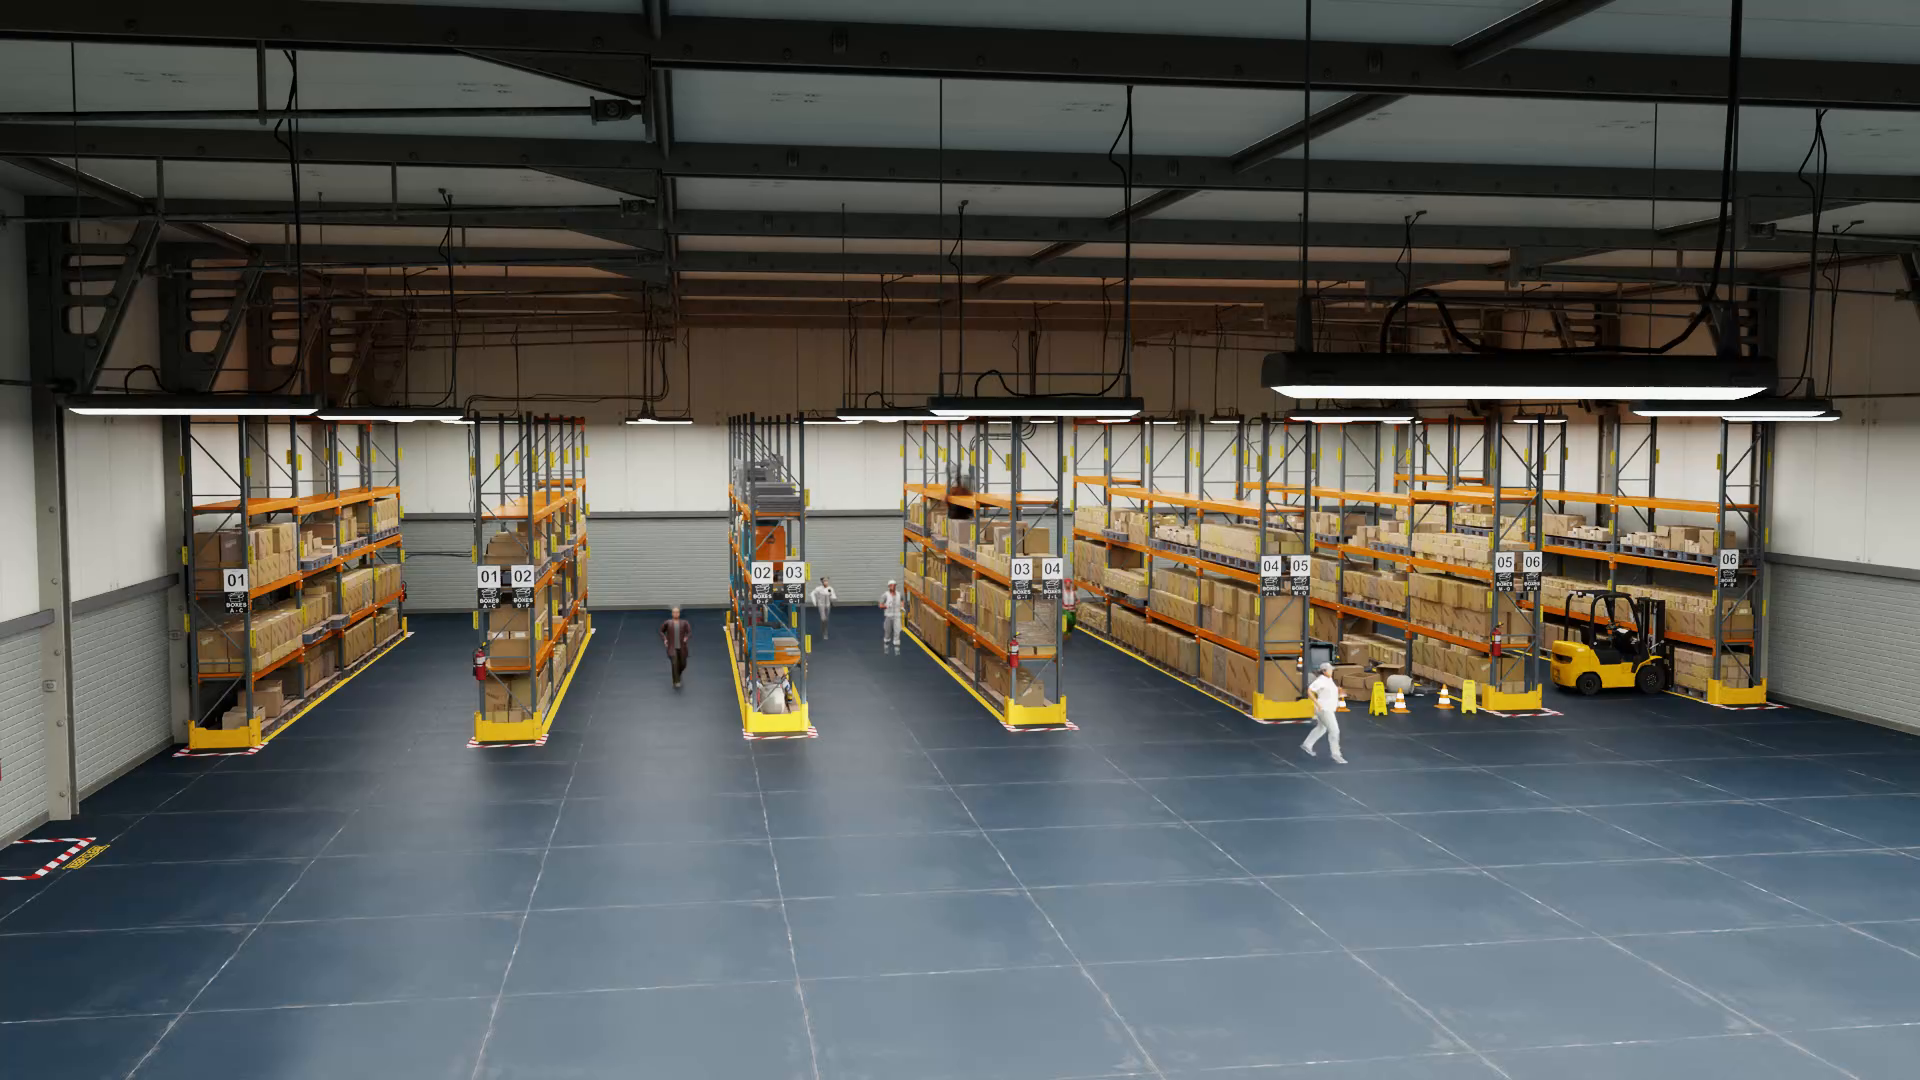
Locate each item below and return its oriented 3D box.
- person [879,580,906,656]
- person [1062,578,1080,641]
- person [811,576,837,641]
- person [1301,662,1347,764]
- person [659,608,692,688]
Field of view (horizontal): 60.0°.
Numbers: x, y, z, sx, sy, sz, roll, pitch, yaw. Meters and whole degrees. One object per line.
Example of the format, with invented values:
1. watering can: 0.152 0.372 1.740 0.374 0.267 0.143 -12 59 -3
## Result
1. person: -1.595 1.856 39.410 0.662 1.816 0.924 -1 4 -15
2. person: 2.811 1.838 43.370 0.667 1.694 0.968 -1 4 -13
3. person: -3.664 1.826 44.852 0.631 1.733 0.849 -2 4 -22
4. person: 6.243 2.947 28.484 0.844 1.709 0.590 2 4 24
5. person: -6.268 2.360 36.676 0.715 1.735 0.826 -1 4 -18
